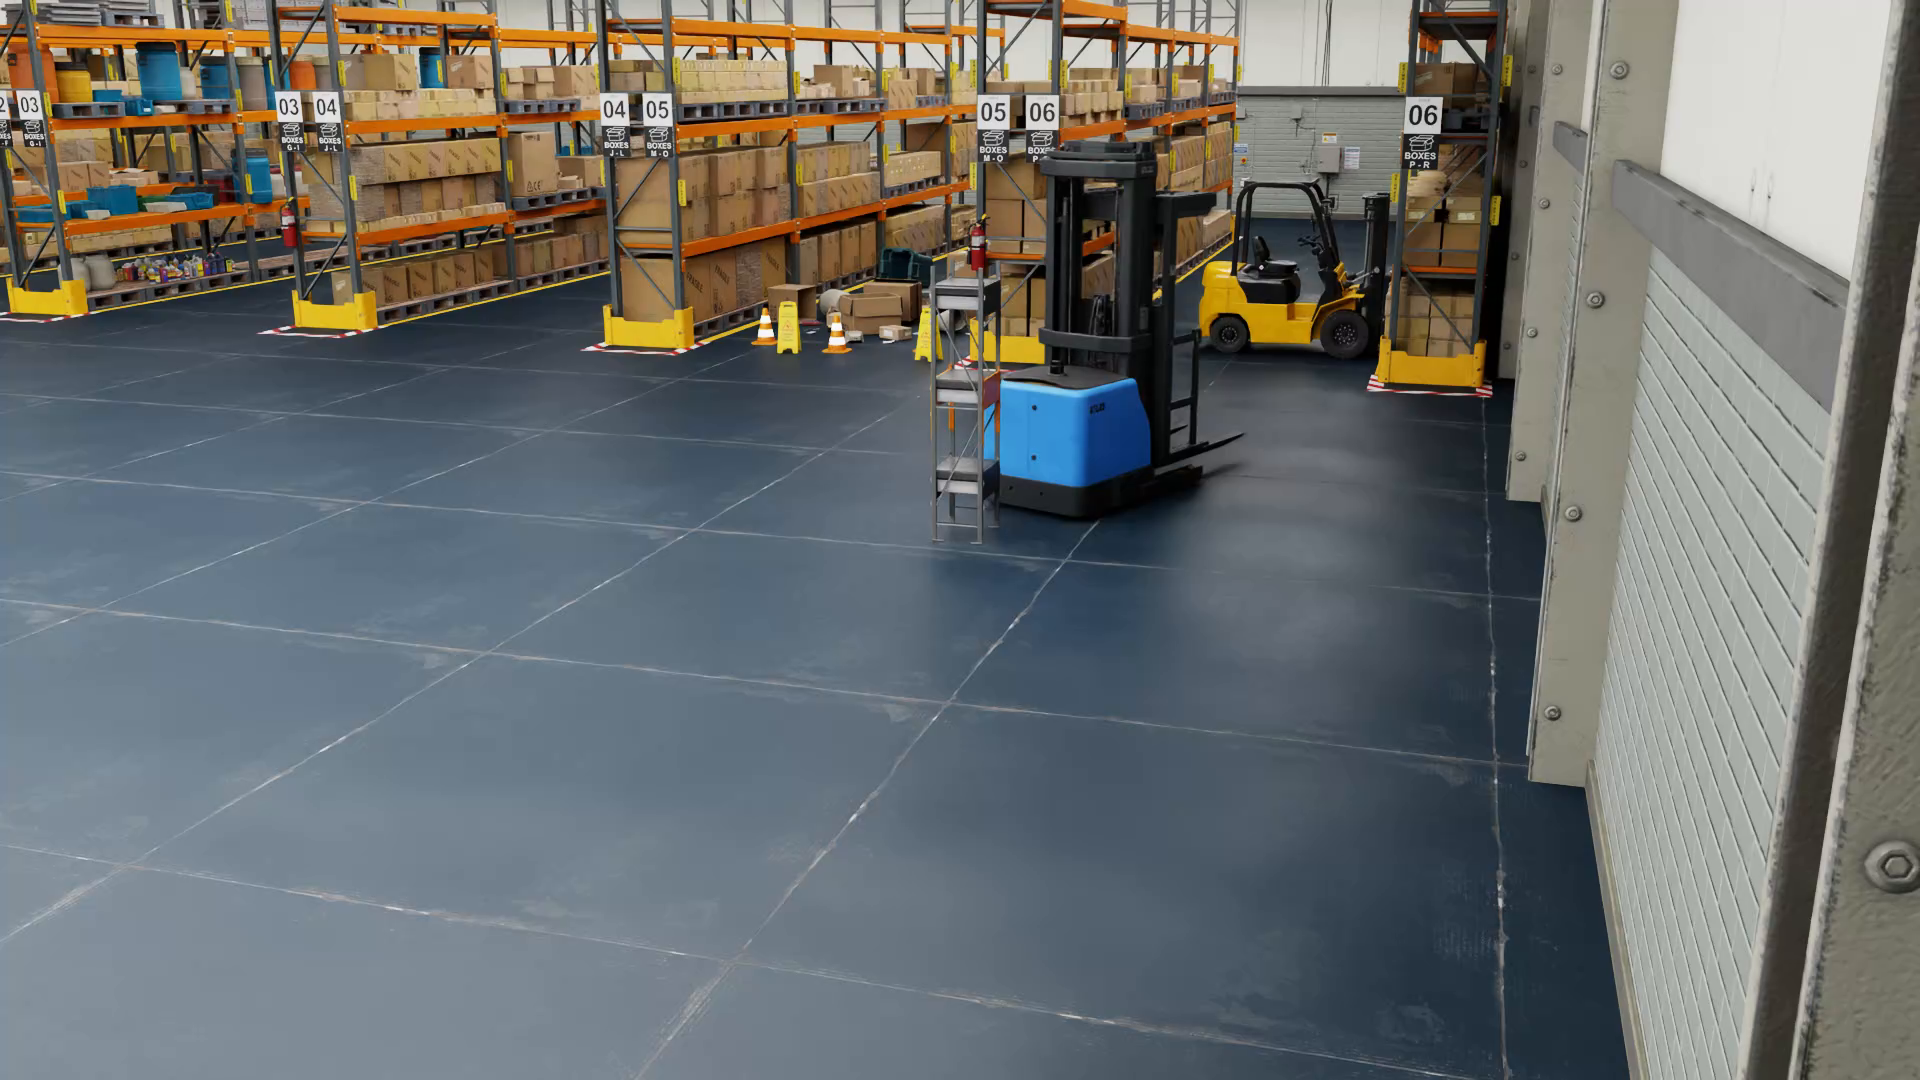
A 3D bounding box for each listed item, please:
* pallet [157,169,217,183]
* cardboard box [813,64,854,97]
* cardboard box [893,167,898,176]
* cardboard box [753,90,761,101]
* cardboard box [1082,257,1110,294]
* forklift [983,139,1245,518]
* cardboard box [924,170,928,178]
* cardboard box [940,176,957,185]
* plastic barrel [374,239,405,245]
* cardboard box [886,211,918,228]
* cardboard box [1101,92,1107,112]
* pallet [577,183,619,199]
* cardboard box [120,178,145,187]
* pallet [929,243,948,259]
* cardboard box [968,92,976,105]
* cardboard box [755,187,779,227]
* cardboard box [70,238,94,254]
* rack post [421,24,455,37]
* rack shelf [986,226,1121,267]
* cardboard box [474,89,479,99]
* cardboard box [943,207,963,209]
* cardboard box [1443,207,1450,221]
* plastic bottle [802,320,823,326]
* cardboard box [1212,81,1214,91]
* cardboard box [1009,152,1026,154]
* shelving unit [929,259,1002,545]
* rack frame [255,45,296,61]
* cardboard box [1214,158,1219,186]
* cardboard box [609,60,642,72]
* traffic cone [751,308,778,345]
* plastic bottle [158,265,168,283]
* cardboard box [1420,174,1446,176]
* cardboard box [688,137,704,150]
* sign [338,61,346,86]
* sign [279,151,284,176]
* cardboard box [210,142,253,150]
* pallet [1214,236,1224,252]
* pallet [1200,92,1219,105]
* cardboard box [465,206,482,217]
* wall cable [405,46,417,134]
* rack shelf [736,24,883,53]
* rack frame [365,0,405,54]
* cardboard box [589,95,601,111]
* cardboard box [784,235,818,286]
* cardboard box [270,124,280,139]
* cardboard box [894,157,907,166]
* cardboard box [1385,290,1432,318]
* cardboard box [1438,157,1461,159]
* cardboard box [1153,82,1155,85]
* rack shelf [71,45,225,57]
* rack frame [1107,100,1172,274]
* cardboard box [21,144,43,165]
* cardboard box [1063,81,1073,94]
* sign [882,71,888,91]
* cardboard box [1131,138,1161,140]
[{"bbox_3d":[-15.904,-7.385,33.721,1.213,0.211,1.003,5,16,16],"label":"pallet"},{"bbox_3d":[-2.031,-7.379,26.715,0.500,0.500,0.500,5,16,16],"label":"cardboard box"},{"bbox_3d":[-1.328,-6.591,29.714,0.380,0.149,0.250,4,16,14],"label":"cardboard box"},{"bbox_3d":[-3.027,-6.254,23.393,0.380,0.149,0.250,5,17,17],"label":"cardboard box"},{"bbox_3d":[1.779,-3.642,23.066,0.500,0.500,0.500,5,17,17],"label":"cardboard box"},{"bbox_3d":[1.470,-1.927,14.251,1.130,2.935,3.031,12,20,36],"label":"forklift"},{"bbox_3d":[-0.809,-6.924,31.435,0.380,0.149,0.250,4,16,13],"label":"cardboard box"},{"bbox_3d":[-0.274,-7.089,32.785,0.380,0.149,0.250,5,17,18],"label":"cardboard box"},{"bbox_3d":[-11.158,-6.197,32.387,0.600,0.830,0.708,5,16,16],"label":"plastic barrel"},{"bbox_3d":[-1.080,-5.897,30.561,0.500,0.250,0.500,5,17,16],"label":"cardboard box"},{"bbox_3d":[1.664,-5.824,22.097,0.500,0.250,0.500,4,16,15],"label":"cardboard box"},{"bbox_3d":[-6.632,-6.238,29.678,1.213,0.211,1.003,5,16,16],"label":"pallet"},{"bbox_3d":[-16.020,-6.917,32.179,0.380,0.149,0.250,5,16,16],"label":"cardboard box"},{"bbox_3d":[-0.888,-5.616,32.241,1.003,0.211,1.213,5,16,16],"label":"pallet"},{"bbox_3d":[0.016,-8.899,33.484,0.500,0.250,0.500,5,17,18],"label":"cardboard box"},{"bbox_3d":[-3.170,-4.897,24.322,0.875,0.550,0.550,5,16,16],"label":"cardboard box"},{"bbox_3d":[-16.522,-5.483,30.933,0.500,0.250,0.500,4,16,14],"label":"cardboard box"},{"bbox_3d":[-10.597,-10.062,32.730,0.937,0.300,0.954,7,17,22],"label":"rack post"},{"bbox_3d":[1.264,-3.841,22.193,1.077,0.370,4.000,5,16,16],"label":"rack shelf"},{"bbox_3d":[-7.648,-6.871,25.605,0.380,0.149,0.250,5,17,16],"label":"cardboard box"},{"bbox_3d":[-0.155,-7.005,35.392,0.380,0.149,0.250,4,16,13],"label":"cardboard box"},{"bbox_3d":[5.810,-3.778,19.281,0.380,0.149,0.250,5,16,16],"label":"cardboard box"},{"bbox_3d":[-2.089,-3.073,23.551,0.283,0.061,0.133,-1,16,-3],"label":"plastic bottle"},{"bbox_3d":[4.769,-9.113,33.173,0.500,0.311,0.500,5,17,17],"label":"cardboard box"},{"bbox_3d":[0.829,-4.760,21.553,0.700,0.500,0.500,4,16,15],"label":"cardboard box"},{"bbox_3d":[0.047,-1.053,12.696,0.431,2.100,0.503,5,16,16],"label":"shelving unit"},{"bbox_3d":[-14.892,-11.227,35.921,1.000,3.000,0.127,5,16,16],"label":"rack frame"},{"bbox_3d":[4.785,-7.215,32.586,0.500,0.500,0.500,5,17,16],"label":"cardboard box"},{"bbox_3d":[-4.308,-6.092,21.359,0.380,0.149,0.250,5,17,16],"label":"cardboard box"},{"bbox_3d":[-2.566,-2.830,21.958,0.336,0.463,0.334,5,16,16],"label":"traffic cone"},{"bbox_3d":[-12.658,-4.229,26.415,0.061,0.283,0.133,5,17,17],"label":"plastic bottle"},{"bbox_3d":[7.171,-5.464,25.225,0.380,0.149,0.250,5,17,16],"label":"cardboard box"},{"bbox_3d":[-5.569,-7.935,33.286,0.797,0.503,0.637,4,16,14],"label":"cardboard box"},{"bbox_3d":[-8.285,-6.254,22.283,0.100,0.325,0.005,5,16,16],"label":"sign"},{"bbox_3d":[-9.332,-5.190,22.928,0.100,0.325,0.005,5,16,16],"label":"sign"},{"bbox_3d":[-15.335,-8.124,35.022,0.700,0.500,0.500,1,16,2],"label":"cardboard box"},{"bbox_3d":[4.742,-5.975,33.508,1.003,0.211,1.213,5,16,16],"label":"pallet"},{"bbox_3d":[4.349,-8.417,31.673,1.003,0.211,1.213,5,16,16],"label":"pallet"},{"bbox_3d":[-7.621,-5.080,25.701,0.380,0.149,0.250,5,16,16],"label":"cardboard box"},{"bbox_3d":[-16.556,-12.615,46.505,3.097,2.526,0.112,5,16,16],"label":"wall cable"},{"bbox_3d":[-2.374,-7.939,26.378,1.077,0.370,4.000,5,16,16],"label":"rack shelf"},{"bbox_3d":[-13.755,-12.274,39.611,1.000,3.000,0.127,5,16,16],"label":"rack frame"},{"bbox_3d":[-6.560,-7.622,28.983,0.500,0.250,0.500,5,16,16],"label":"cardboard box"},{"bbox_3d":[-2.852,-4.357,26.046,1.050,0.750,0.750,5,16,16],"label":"cardboard box"},{"bbox_3d":[-14.997,-9.023,37.127,0.500,0.500,0.500,5,17,16],"label":"cardboard box"},{"bbox_3d":[-1.190,-6.862,30.126,0.380,0.149,0.250,5,17,18],"label":"cardboard box"},{"bbox_3d":[5.288,-2.785,19.588,0.500,0.250,0.500,5,17,18],"label":"cardboard box"},{"bbox_3d":[8.367,-6.425,29.031,0.700,0.500,0.500,5,17,16],"label":"cardboard box"},{"bbox_3d":[2.690,-7.001,26.335,0.700,0.500,0.500,5,16,16],"label":"cardboard box"},{"bbox_3d":[-19.074,-11.595,39.270,1.077,0.370,4.000,5,16,16],"label":"rack shelf"},{"bbox_3d":[2.969,-5.757,27.629,1.000,3.000,0.127,5,16,16],"label":"rack frame"},{"bbox_3d":[-20.096,-8.252,35.660,0.500,0.500,0.500,5,16,16],"label":"cardboard box"},{"bbox_3d":[1.179,-5.575,20.489,0.380,0.149,0.250,5,16,16],"label":"cardboard box"},{"bbox_3d":[-1.276,-7.799,28.239,0.100,0.325,0.005,5,16,16],"label":"sign"},{"bbox_3d":[3.302,-6.838,29.424,0.500,0.500,0.500,4,16,15],"label":"cardboard box"}]
